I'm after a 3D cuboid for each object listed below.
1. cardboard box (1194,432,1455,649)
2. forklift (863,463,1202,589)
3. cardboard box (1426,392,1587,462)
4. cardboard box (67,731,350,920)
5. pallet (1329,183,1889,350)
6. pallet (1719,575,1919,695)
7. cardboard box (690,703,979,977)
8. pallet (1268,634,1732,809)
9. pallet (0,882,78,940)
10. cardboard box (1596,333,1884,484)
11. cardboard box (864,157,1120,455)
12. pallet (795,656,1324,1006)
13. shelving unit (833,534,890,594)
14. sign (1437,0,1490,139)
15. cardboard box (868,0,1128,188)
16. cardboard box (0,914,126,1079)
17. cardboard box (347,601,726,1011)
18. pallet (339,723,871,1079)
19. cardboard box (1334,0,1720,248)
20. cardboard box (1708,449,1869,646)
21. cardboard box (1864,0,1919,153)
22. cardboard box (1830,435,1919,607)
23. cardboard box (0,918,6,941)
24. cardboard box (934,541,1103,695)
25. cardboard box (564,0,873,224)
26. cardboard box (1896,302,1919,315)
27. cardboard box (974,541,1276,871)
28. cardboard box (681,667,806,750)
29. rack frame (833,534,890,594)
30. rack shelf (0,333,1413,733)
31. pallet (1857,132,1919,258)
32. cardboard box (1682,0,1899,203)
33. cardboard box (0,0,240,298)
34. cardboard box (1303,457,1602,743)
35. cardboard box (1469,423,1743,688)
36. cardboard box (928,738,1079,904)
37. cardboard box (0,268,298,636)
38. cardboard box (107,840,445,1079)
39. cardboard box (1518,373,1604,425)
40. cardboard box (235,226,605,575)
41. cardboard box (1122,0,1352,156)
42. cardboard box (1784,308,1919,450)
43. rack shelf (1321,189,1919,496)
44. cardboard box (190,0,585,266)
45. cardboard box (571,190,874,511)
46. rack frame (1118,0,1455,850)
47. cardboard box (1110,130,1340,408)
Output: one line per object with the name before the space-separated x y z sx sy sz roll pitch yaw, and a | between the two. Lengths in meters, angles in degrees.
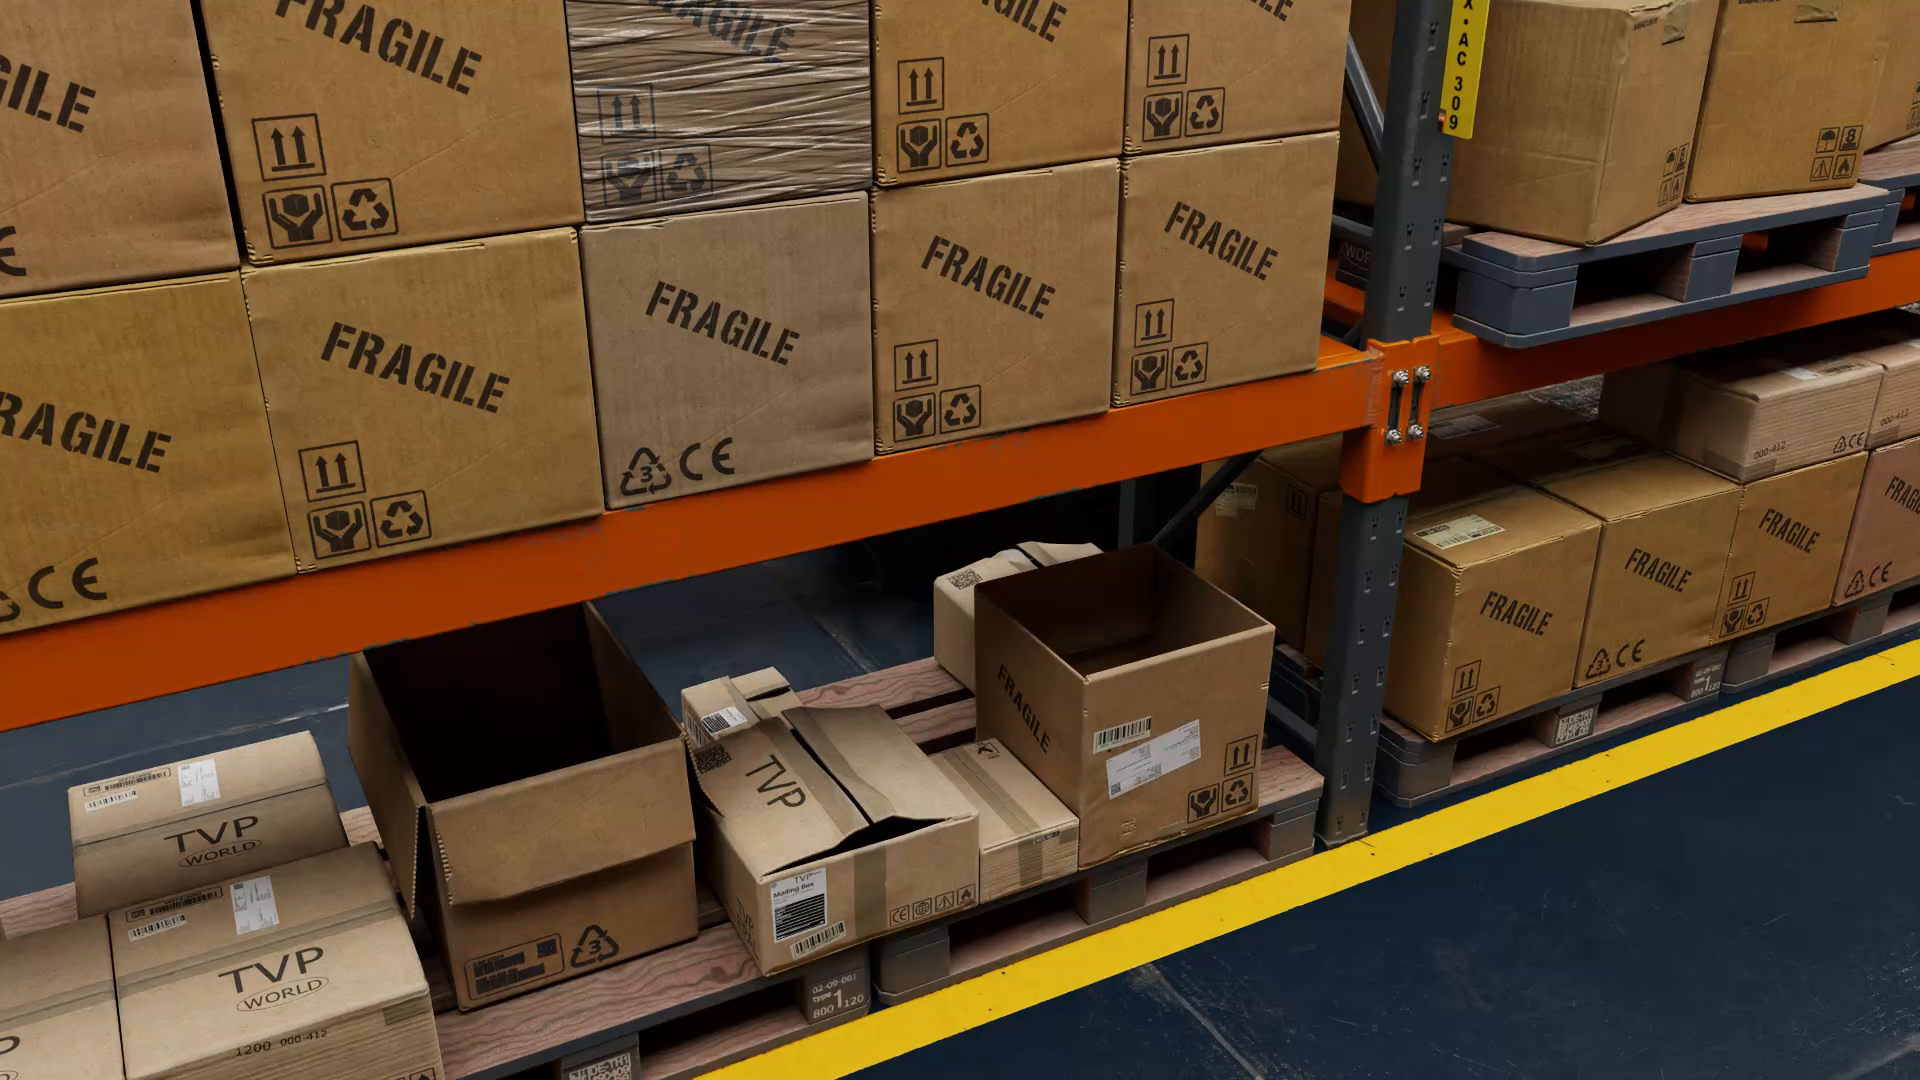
cardboard box | 1.037 -0.064 4.798 0.500 0.500 0.500 -13 29 -25
forklift | 0.983 -1.583 5.660 3.031 2.935 1.130 -12 28 -24
cardboard box | 1.477 -0.162 5.001 0.500 0.500 0.500 -13 29 -25
cardboard box | -1.577 0.686 3.524 0.500 0.250 0.500 -13 29 -25
pallet | 1.493 -0.817 4.208 1.213 0.211 1.003 -13 29 -25
pallet | 2.514 0.044 5.415 1.213 0.211 1.003 -13 29 -25
cardboard box | -0.294 0.608 3.616 0.500 0.311 0.500 -13 29 -25
pallet | 1.437 0.294 4.893 1.213 0.211 1.003 -13 29 -25
pallet | -2.023 1.111 3.193 1.213 0.211 1.003 -13 29 -25
cardboard box | 2.161 -0.401 4.634 0.500 0.250 0.500 -13 29 -25
cardboard box | -0.038 -0.523 3.257 0.500 0.500 0.500 -12 28 -24
pallet | 0.130 0.614 4.228 1.213 0.211 1.003 -13 29 -25
shelving unit | -0.808 -0.501 5.061 1.048 1.500 0.538 -12 28 -24
sign | 0.999 -0.967 3.299 0.005 0.325 0.100 -13 29 -25
cardboard box | -0.038 -0.971 3.037 0.500 0.500 0.500 -14 29 -26
cardboard box | -1.738 0.969 2.935 0.500 0.250 0.500 -13 29 -25
cardboard box | -0.919 0.529 3.559 0.637 0.503 0.797 -13 29 -25
pallet | -0.948 0.864 3.707 1.213 0.211 1.003 -13 29 -25
cardboard box | 1.260 -1.028 3.825 0.700 0.500 0.500 22 33 37
cardboard box | 2.188 -0.072 4.813 0.500 0.500 0.500 -13 28 -24
cardboard box | 2.267 -1.401 4.601 0.500 0.500 0.700 -22 33 -38
cardboard box | 2.634 -0.174 5.027 0.500 0.500 0.500 -14 29 -27
cardboard box | -2.029 0.858 3.263 0.250 0.166 0.380 -13 29 -25
cardboard box | 0.264 0.234 4.395 0.500 0.311 0.500 -13 29 -25
cardboard box | -0.483 -0.869 2.823 0.500 0.500 0.500 -13 28 -25
cardboard box | 3.271 -0.577 5.865 0.500 0.500 0.500 -14 29 -27
cardboard box | 0.367 0.370 3.893 0.500 0.500 0.500 -13 29 -25
cardboard box | -0.494 0.479 4.052 0.250 0.166 0.380 -13 29 -25
rack frame | -0.355 -0.601 5.269 0.032 1.500 0.500 -12 28 -24
rack shelf | -1.028 -0.051 3.222 4.000 0.370 1.077 -13 29 -25
pallet | 2.552 -1.113 4.824 1.213 0.211 1.003 -13 29 -25
cardboard box | 1.837 -1.192 4.167 0.500 0.500 0.700 -8 27 -17
cardboard box | -1.376 -0.663 2.394 0.500 0.500 0.500 -13 28 -24
cardboard box | 1.278 0.140 4.372 0.500 0.500 0.500 -14 29 -27
cardboard box | 1.744 0.027 4.607 0.500 0.500 0.500 -13 28 -24
cardboard box | 0.065 0.628 3.762 0.250 0.149 0.380 -13 29 -25
cardboard box | -1.380 -0.211 2.608 0.500 0.500 0.500 -13 29 -25
cardboard box | -1.297 0.867 3.147 0.500 0.250 0.500 -13 29 -25
cardboard box | 1.920 -0.264 5.213 0.500 0.500 0.500 -13 28 -24
cardboard box | -0.938 -0.312 2.819 0.500 0.500 0.500 -13 28 -24
cardboard box | 0.412 -1.077 3.256 0.500 0.500 0.500 -13 28 -25
cardboard box | 2.603 -0.504 4.847 0.500 0.250 0.500 -14 29 -26
rack shelf | 2.501 -0.866 4.919 4.000 0.370 1.077 -13 29 -25
cardboard box | -0.928 -0.767 2.611 0.500 0.500 0.500 -13 29 -26
cardboard box | -0.490 -0.417 3.037 0.500 0.500 0.500 -12 28 -24
rack frame | 0.737 -0.783 3.915 0.127 3.000 1.000 -13 29 -25
cardboard box | 0.416 -0.628 3.477 0.500 0.500 0.500 -12 28 -24
